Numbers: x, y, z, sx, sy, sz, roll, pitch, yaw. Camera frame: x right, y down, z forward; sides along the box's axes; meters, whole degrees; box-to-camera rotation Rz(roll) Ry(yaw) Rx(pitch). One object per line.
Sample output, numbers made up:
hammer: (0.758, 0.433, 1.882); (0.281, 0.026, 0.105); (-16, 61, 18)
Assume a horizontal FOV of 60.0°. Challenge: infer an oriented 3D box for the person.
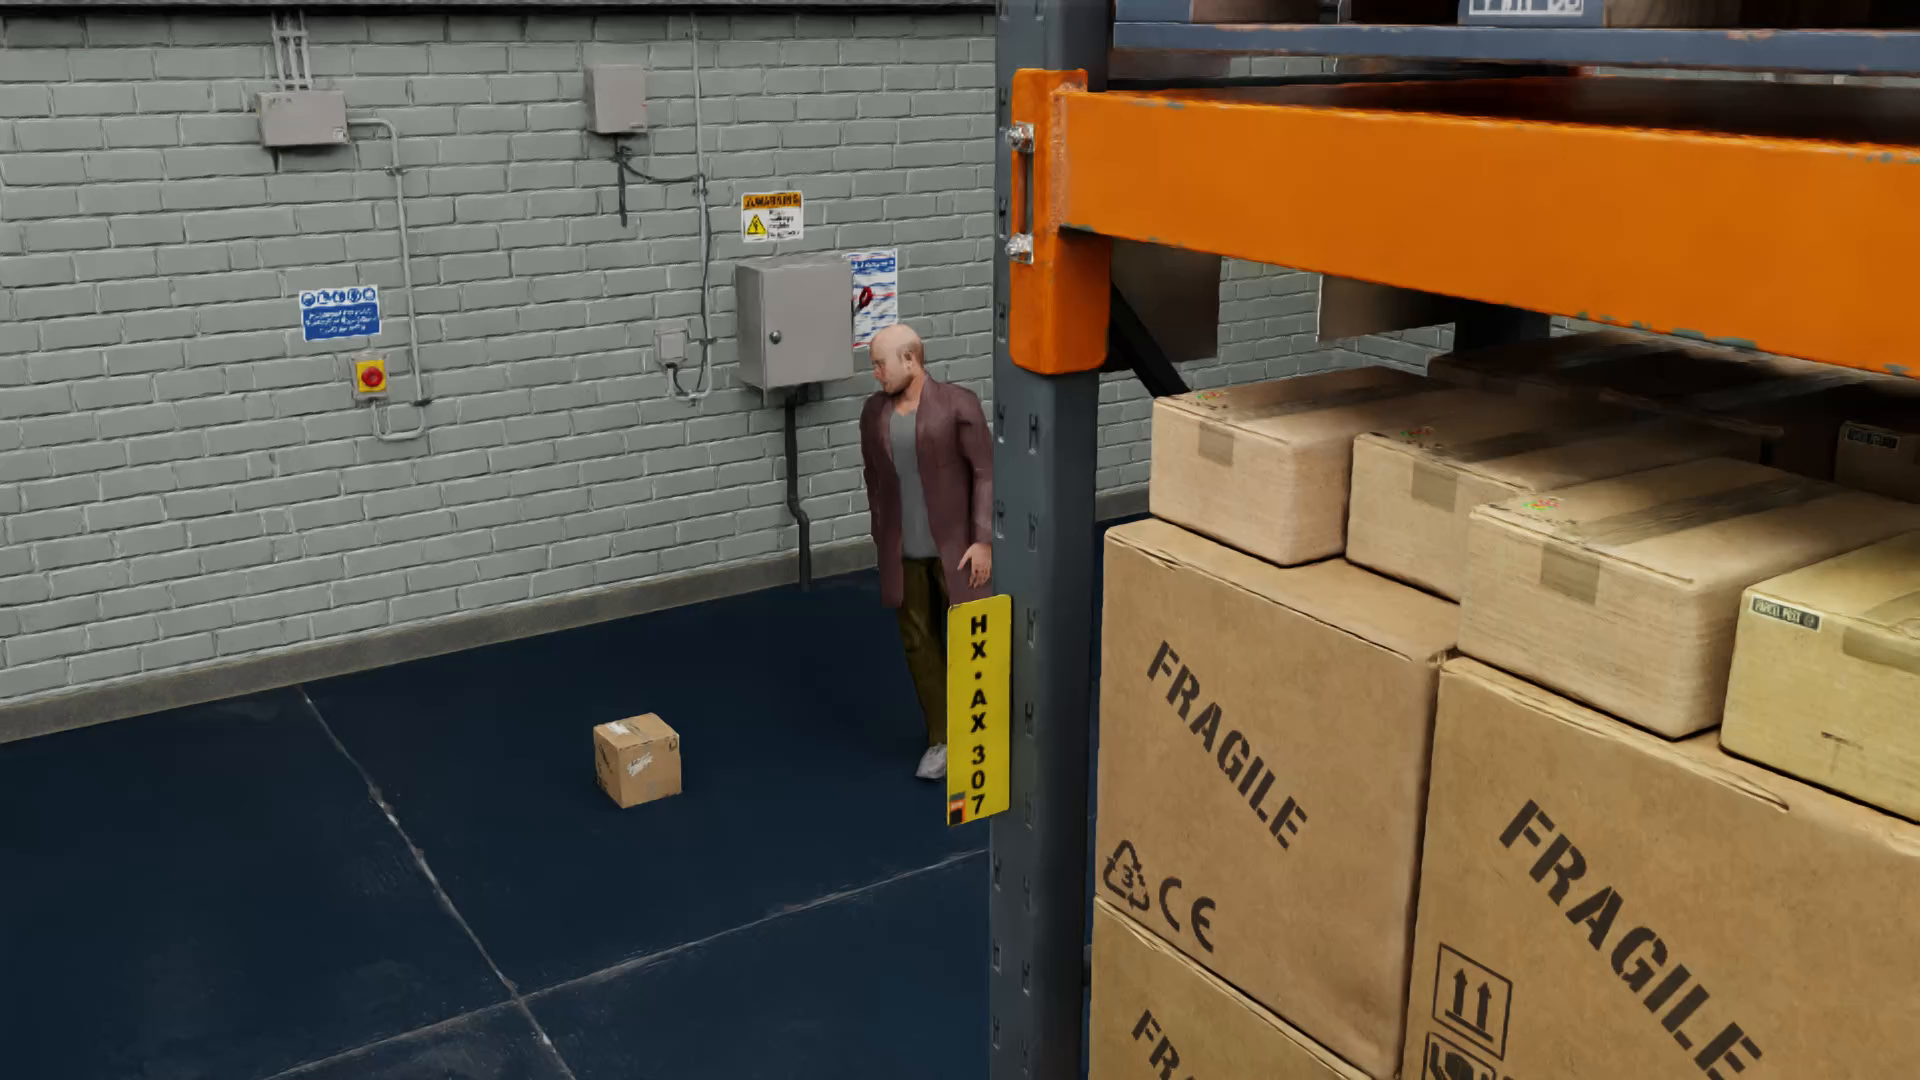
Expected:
person: (-0.101, 0.011, 6.585); (0.625, 1.749, 0.778); (6, 19, 19)
